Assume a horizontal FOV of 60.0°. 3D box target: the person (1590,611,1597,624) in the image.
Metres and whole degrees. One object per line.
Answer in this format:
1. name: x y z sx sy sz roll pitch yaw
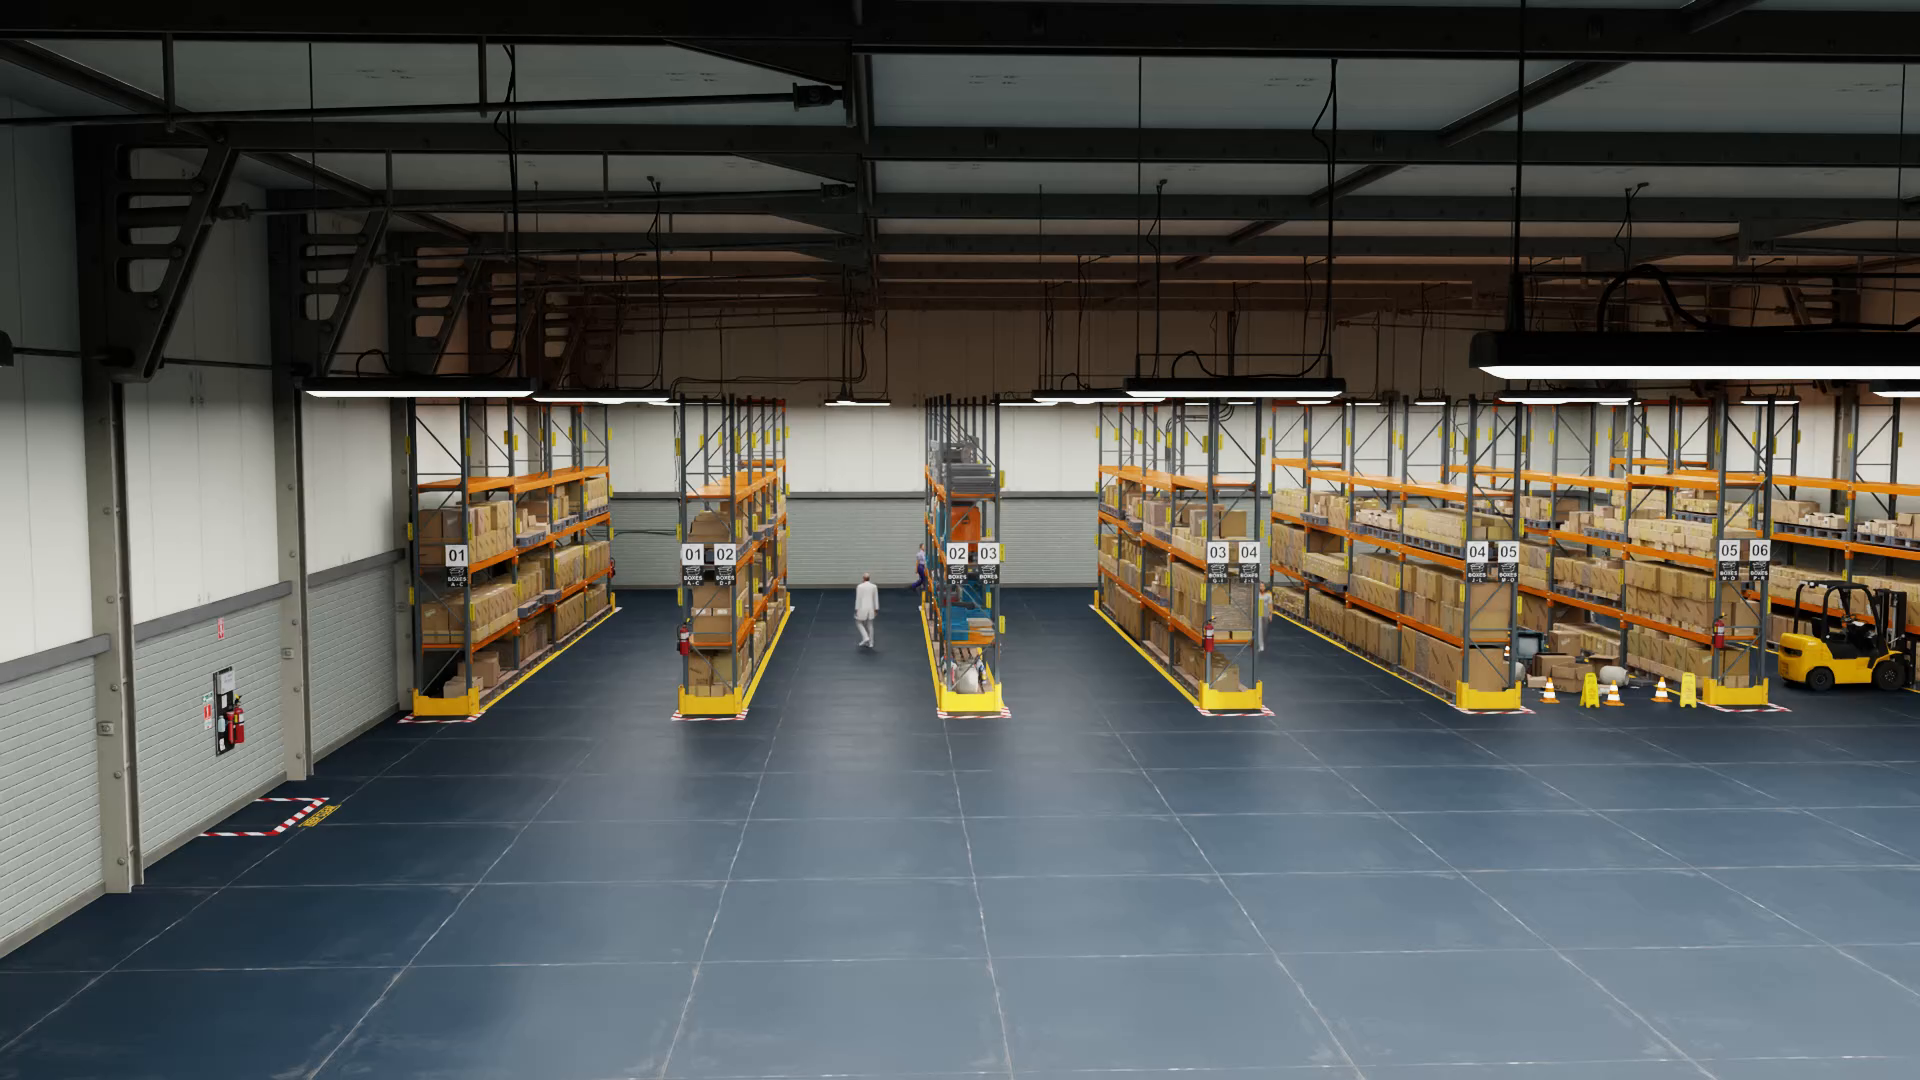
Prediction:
1. person: 16.449 1.489 43.251 0.553 1.657 0.573 -2 5 -21

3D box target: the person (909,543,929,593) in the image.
1. person: -1.165 0.886 50.894 0.846 1.610 0.476 2 5 20

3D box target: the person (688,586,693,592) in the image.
1. person: -8.182 0.820 50.880 0.787 1.748 0.573 3 6 37

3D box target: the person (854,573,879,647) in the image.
1. person: -2.225 1.680 39.885 0.620 1.780 0.549 -3 5 -29

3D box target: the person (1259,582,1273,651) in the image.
1. person: 7.175 1.793 39.347 0.453 1.604 1.064 0 5 0
